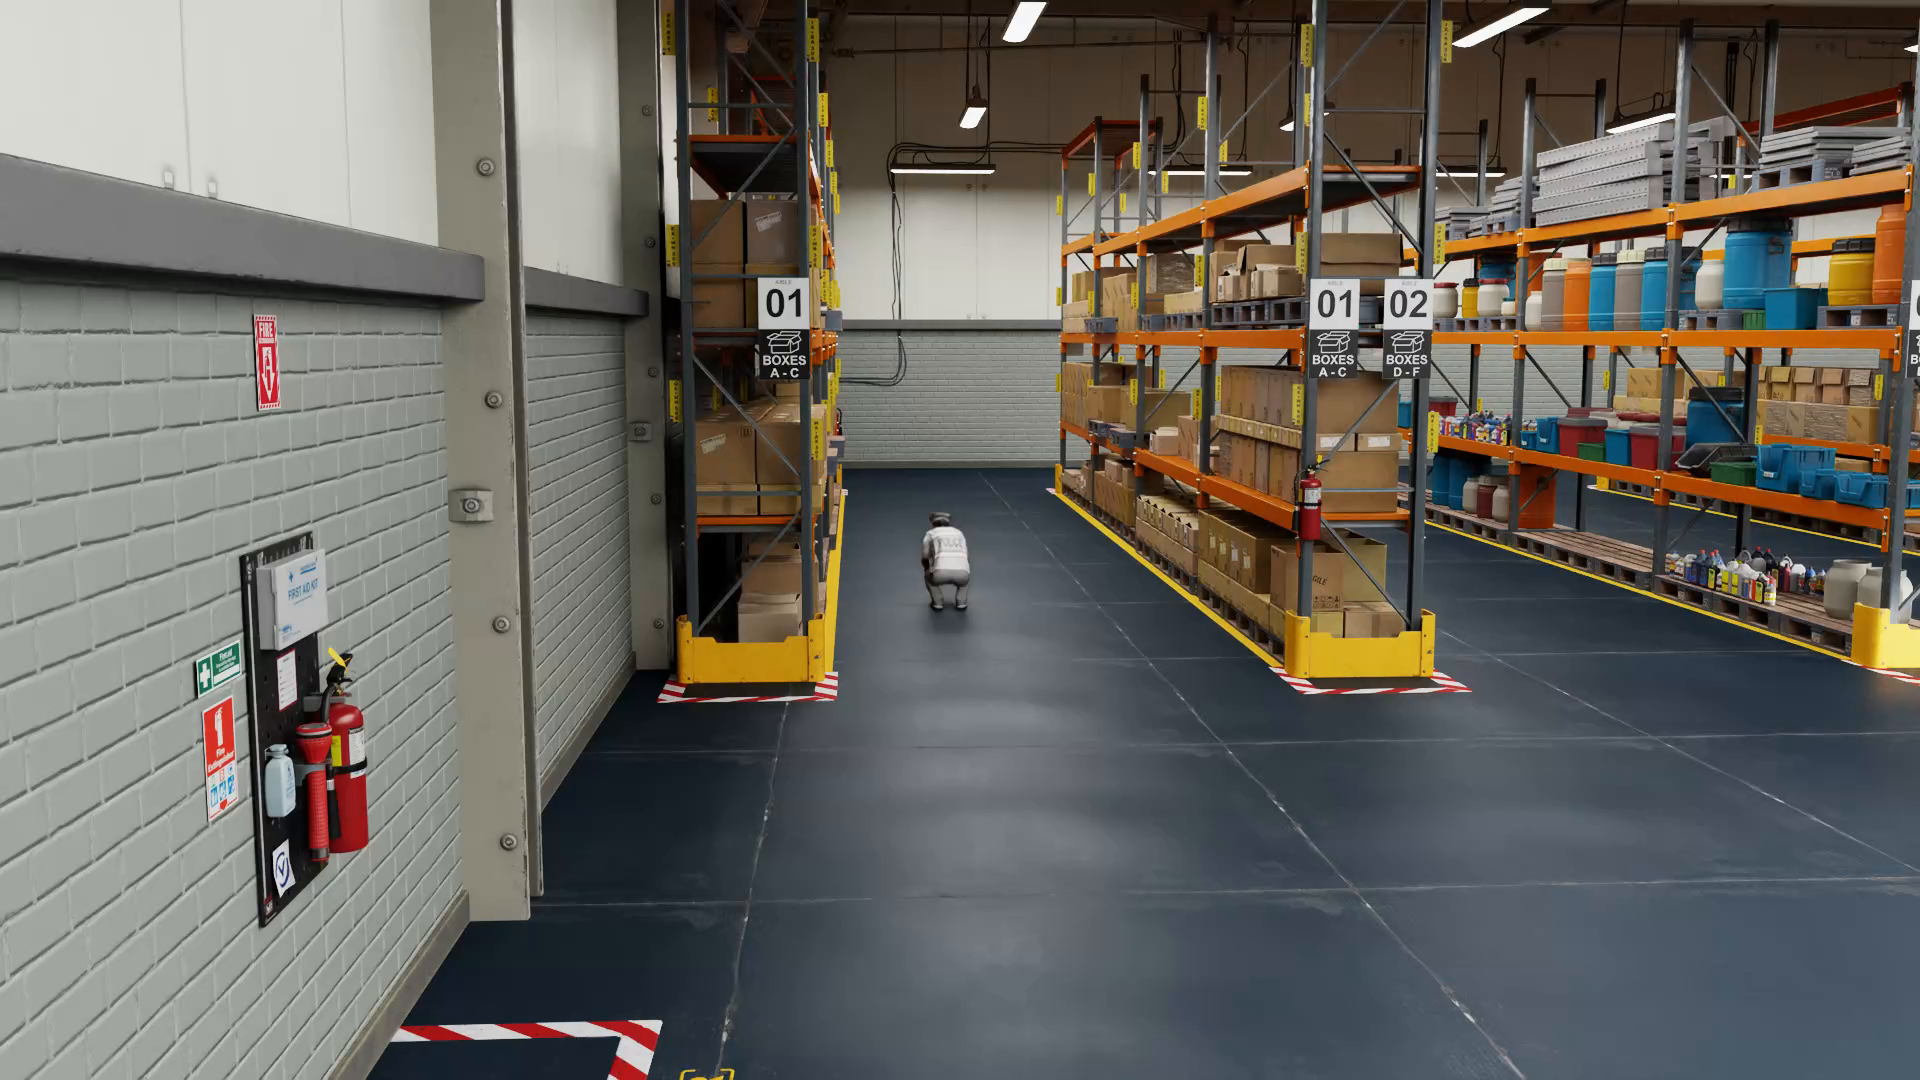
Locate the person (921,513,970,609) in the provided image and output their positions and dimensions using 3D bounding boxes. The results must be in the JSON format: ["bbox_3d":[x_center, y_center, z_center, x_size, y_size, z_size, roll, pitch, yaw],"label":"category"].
[{"bbox_3d":[-0.137,0.210,17.042,0.508,0.948,0.843,0,7,-4],"label":"person"}]
